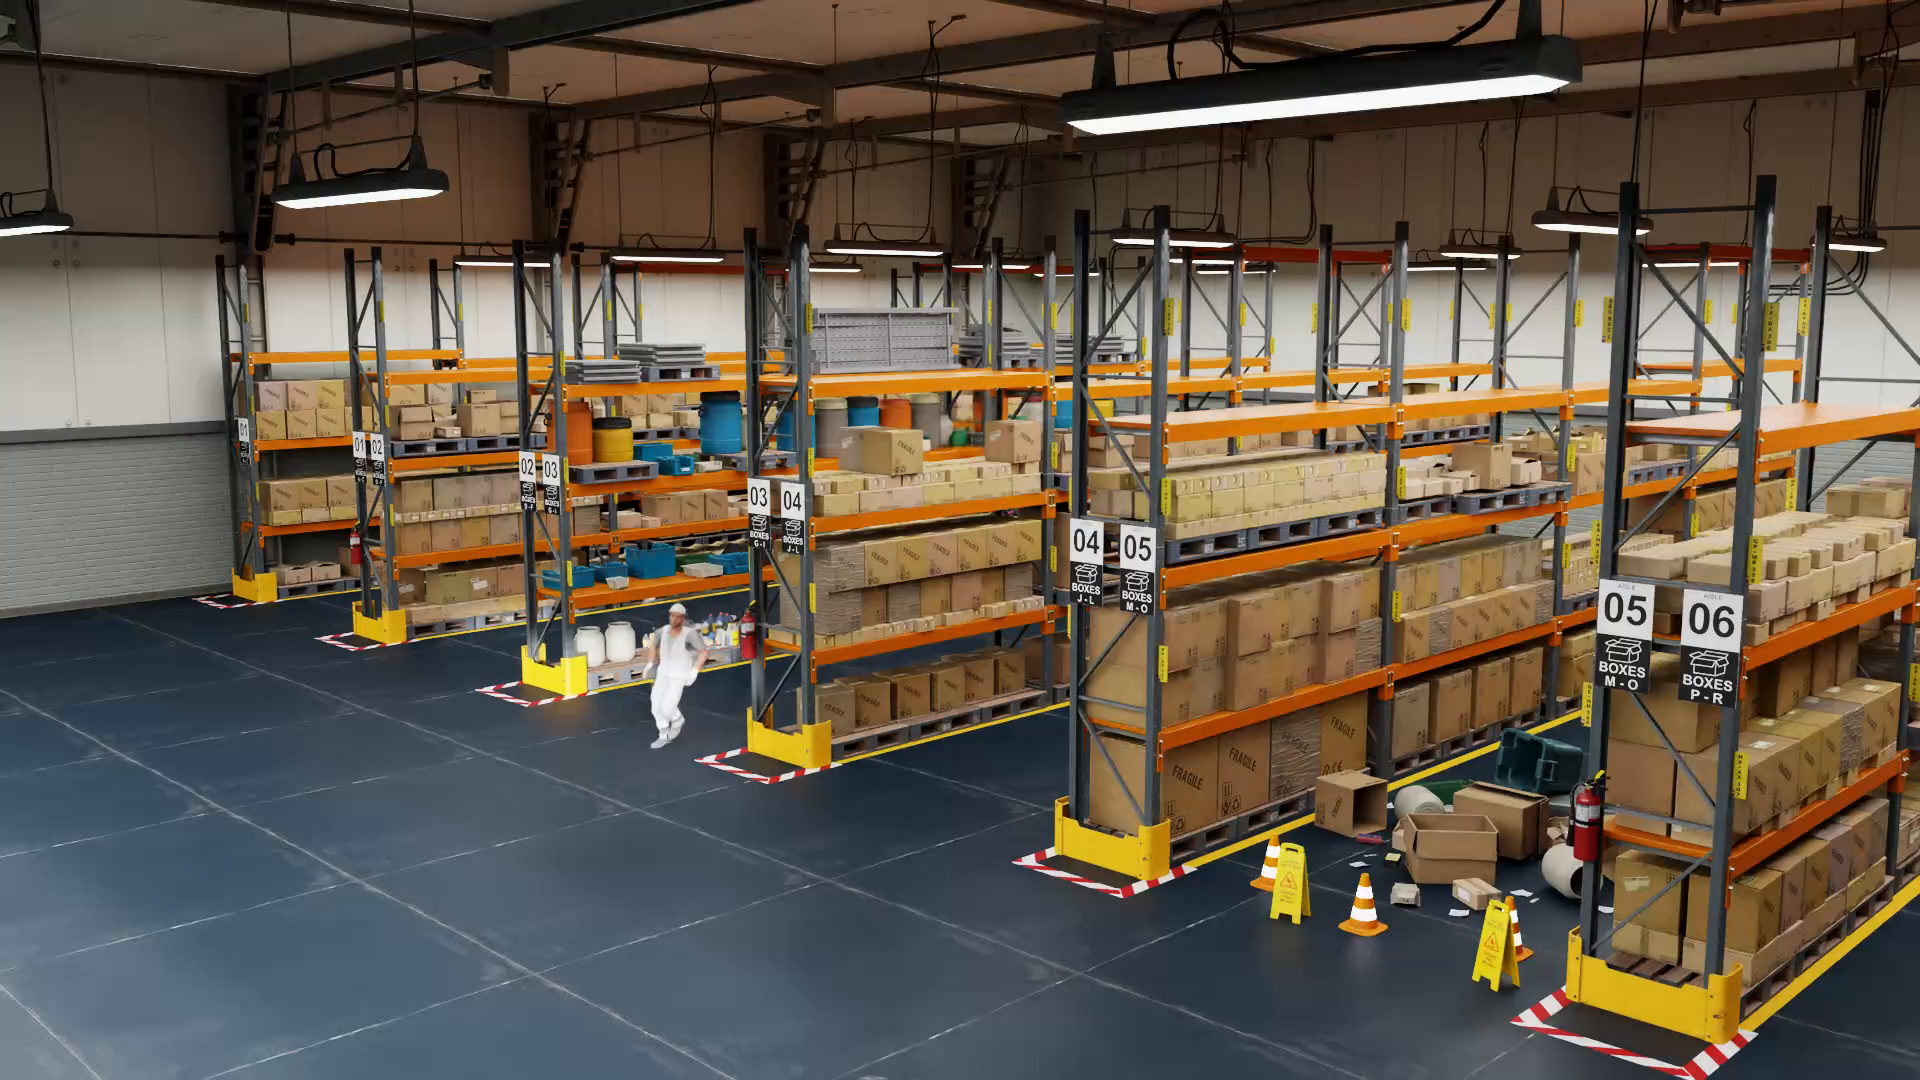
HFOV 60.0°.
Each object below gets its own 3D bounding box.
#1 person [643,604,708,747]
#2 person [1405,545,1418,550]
[{"bbox_3d":[-3.337,1.589,19.334,0.714,1.721,0.537,3,9,23],"label":"person"},{"bbox_3d":[6.728,0.877,24.634,0.545,1.660,0.638,-7,11,-42],"label":"person"}]
